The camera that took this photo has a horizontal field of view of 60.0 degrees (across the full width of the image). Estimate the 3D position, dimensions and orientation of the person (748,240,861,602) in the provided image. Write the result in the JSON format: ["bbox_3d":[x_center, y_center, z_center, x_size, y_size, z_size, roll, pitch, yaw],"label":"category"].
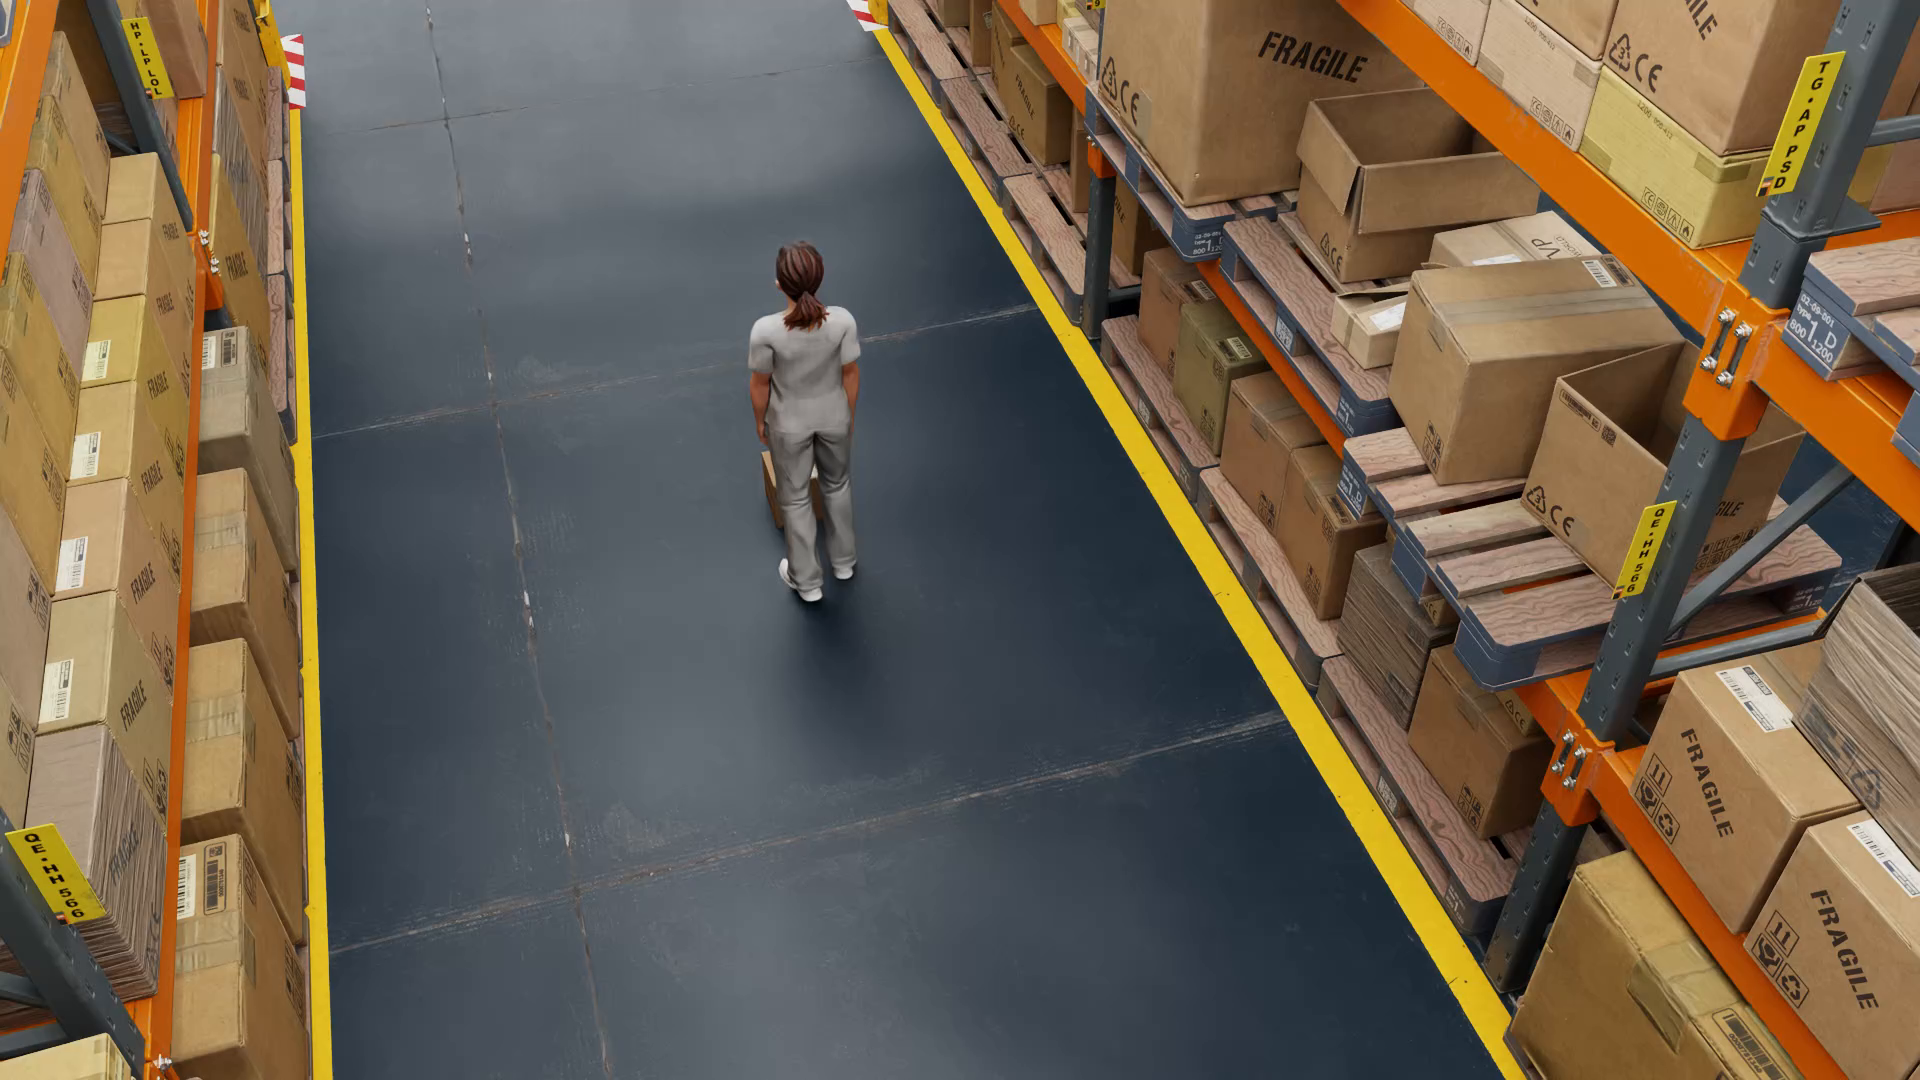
[{"bbox_3d":[-0.614,-0.479,6.700,0.442,1.683,0.417,-11,43,-12],"label":"person"}]
